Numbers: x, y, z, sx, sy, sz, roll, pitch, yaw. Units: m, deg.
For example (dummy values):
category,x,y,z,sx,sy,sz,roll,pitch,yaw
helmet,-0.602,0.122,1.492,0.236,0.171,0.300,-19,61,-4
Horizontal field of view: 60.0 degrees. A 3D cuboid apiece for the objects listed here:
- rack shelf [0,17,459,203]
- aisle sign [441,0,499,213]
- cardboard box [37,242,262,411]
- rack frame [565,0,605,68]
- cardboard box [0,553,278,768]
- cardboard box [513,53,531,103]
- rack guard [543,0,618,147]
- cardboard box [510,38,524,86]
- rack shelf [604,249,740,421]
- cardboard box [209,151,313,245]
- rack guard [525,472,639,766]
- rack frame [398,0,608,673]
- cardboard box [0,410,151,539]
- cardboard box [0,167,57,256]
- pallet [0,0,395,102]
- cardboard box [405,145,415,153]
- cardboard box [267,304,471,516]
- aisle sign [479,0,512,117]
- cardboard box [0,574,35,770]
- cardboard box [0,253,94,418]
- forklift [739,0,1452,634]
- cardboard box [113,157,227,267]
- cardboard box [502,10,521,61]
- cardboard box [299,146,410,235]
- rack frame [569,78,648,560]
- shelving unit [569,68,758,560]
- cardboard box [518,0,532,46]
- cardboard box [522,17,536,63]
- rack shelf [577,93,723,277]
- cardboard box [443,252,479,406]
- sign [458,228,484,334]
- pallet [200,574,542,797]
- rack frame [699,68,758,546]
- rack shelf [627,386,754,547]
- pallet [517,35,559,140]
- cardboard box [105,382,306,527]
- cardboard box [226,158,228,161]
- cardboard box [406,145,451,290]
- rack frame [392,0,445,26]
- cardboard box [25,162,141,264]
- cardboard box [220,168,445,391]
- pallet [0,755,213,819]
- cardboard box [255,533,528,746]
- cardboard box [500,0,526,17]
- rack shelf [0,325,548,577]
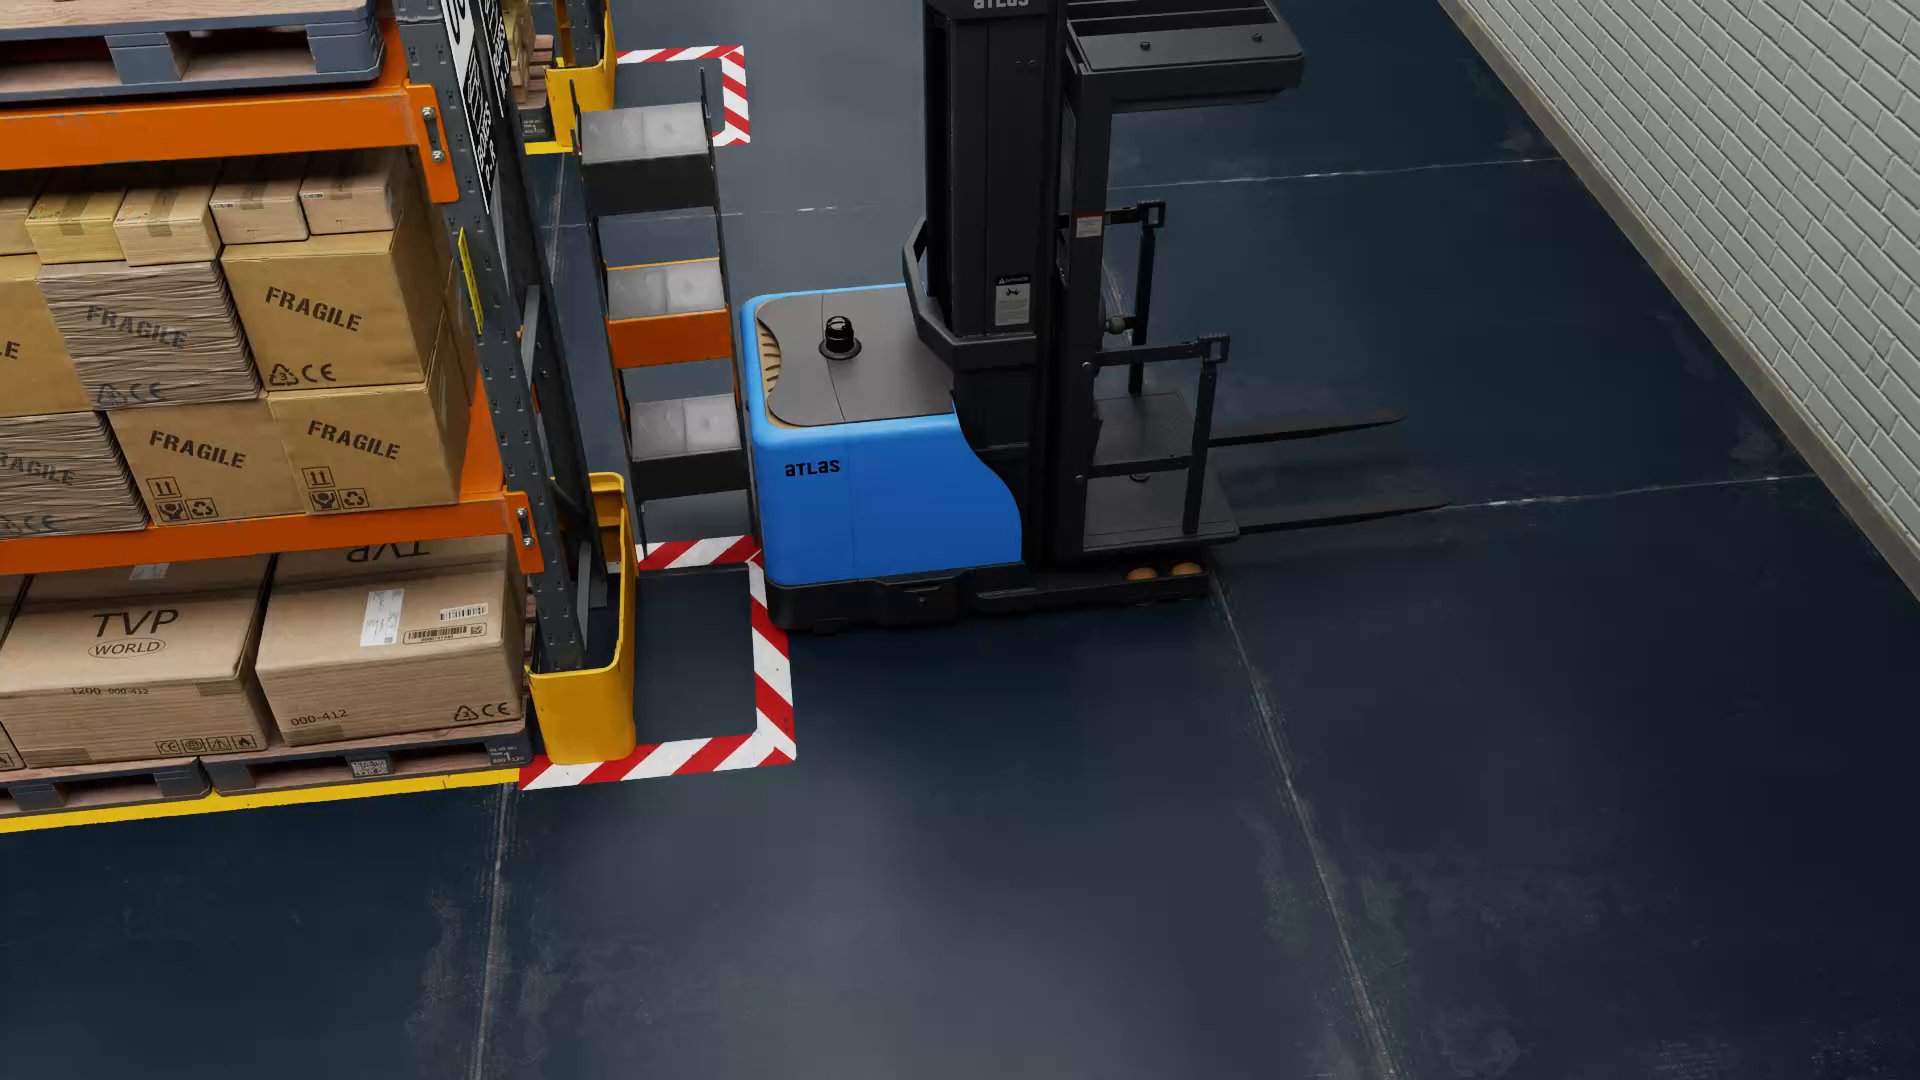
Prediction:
category,x,y,z,sx,sy,sz,roll,pitch,yaw
rack shelf,-3.525,-1.303,4.967,4.000,0.370,1.077,-5,42,-6
aisle sign,-1.430,-1.395,4.832,0.004,0.787,0.394,-5,42,-6
cardboard box,-2.503,-0.773,5.262,0.500,0.500,0.500,-5,42,-5
rack frame,-2.284,-3.908,9.559,0.127,3.000,1.000,-5,42,-6
cardboard box,-3.090,0.375,6.410,0.875,0.438,0.875,-4,42,-4
cardboard box,-2.779,-2.822,10.169,0.250,0.149,0.380,-4,42,-5
rack guard,-2.359,-2.974,10.389,0.348,0.500,1.175,-5,42,-6
cardboard box,-2.770,-2.881,10.012,0.250,0.149,0.380,-6,42,-7
rack shelf,-1.188,-0.845,6.854,0.480,0.518,0.431,-7,42,-8
cardboard box,-2.120,-1.077,5.114,0.250,0.149,0.380,-4,42,-5
rack guard,-1.518,0.296,6.763,0.348,0.500,1.175,-5,42,-6
rack frame,-1.542,-0.630,5.924,0.127,3.000,1.000,-5,42,-6
cardboard box,-2.994,-0.364,5.555,0.500,0.500,0.500,-4,42,-4
cardboard box,-2.889,-1.028,5.060,0.250,0.149,0.380,-5,42,-6
pallet,-2.276,-1.639,4.870,1.213,0.211,1.003,-5,42,-6
cardboard box,-1.930,-1.432,5.508,0.250,0.149,0.380,-4,42,-5
cardboard box,-1.986,-0.449,5.649,0.500,0.500,0.500,-5,42,-5
aisle sign,-1.508,-1.794,5.273,0.004,0.787,0.394,-5,42,-6
cardboard box,-3.984,0.452,6.324,0.875,0.438,0.875,-6,42,-7
cardboard box,-2.994,-0.732,5.216,0.500,0.500,0.500,-5,42,-6
forklift,0.622,-1.154,6.556,3.031,2.935,1.130,-6,42,-7
cardboard box,-2.365,-0.999,5.027,0.250,0.149,0.380,-5,42,-6
cardboard box,-2.776,-3.012,9.936,0.250,0.149,0.380,-5,42,-5
cardboard box,-1.872,-1.115,5.156,0.250,0.149,0.380,-4,42,-5
rack frame,-1.428,-0.826,6.813,0.015,2.100,0.400,-7,42,-8
shelving unit,-1.188,-0.855,6.845,0.503,2.100,0.431,-7,42,-8
cardboard box,-2.837,-3.241,10.412,0.250,0.149,0.380,-3,42,-4
cardboard box,-2.845,-3.173,10.558,0.250,0.149,0.380,-4,42,-5
rack shelf,-1.188,-1.365,6.385,0.480,0.518,0.431,-7,42,-8
cardboard box,-2.055,-0.816,6.055,0.500,0.500,0.500,-5,42,-6
sign,-1.485,-0.786,5.056,0.005,0.325,0.100,-5,42,-6
pallet,-2.325,0.527,6.723,1.213,0.211,1.003,-5,42,-6
rack frame,-0.947,-0.884,6.877,0.015,2.100,0.400,-7,42,-8
rack shelf,-1.187,-0.325,7.323,0.480,0.518,0.431,-7,42,-8
pallet,-3.169,-2.819,10.433,1.213,0.211,1.003,-5,42,-6
cardboard box,-2.485,-0.416,5.612,0.500,0.500,0.500,-6,42,-6
cardboard box,-2.566,-1.136,5.664,0.500,0.500,0.500,-6,42,-7
cardboard box,-2.055,-1.186,5.719,0.500,0.500,0.500,-6,42,-6
rack frame,-1.542,-2.857,3.914,0.127,3.000,1.000,-5,42,-6
cardboard box,-2.621,-1.004,5.033,0.250,0.149,0.380,-4,42,-5
cardboard box,-1.989,-0.838,5.334,0.500,0.500,0.500,-4,42,-4
pallet,-3.532,0.631,6.608,1.213,0.211,1.003,-5,42,-6
cardboard box,-2.183,0.289,6.504,0.875,0.438,0.875,-6,42,-7
cardboard box,-2.847,-3.407,10.373,0.250,0.149,0.380,-7,42,-7
rack shelf,-3.525,-0.189,5.972,4.000,0.370,1.077,-5,42,-6
